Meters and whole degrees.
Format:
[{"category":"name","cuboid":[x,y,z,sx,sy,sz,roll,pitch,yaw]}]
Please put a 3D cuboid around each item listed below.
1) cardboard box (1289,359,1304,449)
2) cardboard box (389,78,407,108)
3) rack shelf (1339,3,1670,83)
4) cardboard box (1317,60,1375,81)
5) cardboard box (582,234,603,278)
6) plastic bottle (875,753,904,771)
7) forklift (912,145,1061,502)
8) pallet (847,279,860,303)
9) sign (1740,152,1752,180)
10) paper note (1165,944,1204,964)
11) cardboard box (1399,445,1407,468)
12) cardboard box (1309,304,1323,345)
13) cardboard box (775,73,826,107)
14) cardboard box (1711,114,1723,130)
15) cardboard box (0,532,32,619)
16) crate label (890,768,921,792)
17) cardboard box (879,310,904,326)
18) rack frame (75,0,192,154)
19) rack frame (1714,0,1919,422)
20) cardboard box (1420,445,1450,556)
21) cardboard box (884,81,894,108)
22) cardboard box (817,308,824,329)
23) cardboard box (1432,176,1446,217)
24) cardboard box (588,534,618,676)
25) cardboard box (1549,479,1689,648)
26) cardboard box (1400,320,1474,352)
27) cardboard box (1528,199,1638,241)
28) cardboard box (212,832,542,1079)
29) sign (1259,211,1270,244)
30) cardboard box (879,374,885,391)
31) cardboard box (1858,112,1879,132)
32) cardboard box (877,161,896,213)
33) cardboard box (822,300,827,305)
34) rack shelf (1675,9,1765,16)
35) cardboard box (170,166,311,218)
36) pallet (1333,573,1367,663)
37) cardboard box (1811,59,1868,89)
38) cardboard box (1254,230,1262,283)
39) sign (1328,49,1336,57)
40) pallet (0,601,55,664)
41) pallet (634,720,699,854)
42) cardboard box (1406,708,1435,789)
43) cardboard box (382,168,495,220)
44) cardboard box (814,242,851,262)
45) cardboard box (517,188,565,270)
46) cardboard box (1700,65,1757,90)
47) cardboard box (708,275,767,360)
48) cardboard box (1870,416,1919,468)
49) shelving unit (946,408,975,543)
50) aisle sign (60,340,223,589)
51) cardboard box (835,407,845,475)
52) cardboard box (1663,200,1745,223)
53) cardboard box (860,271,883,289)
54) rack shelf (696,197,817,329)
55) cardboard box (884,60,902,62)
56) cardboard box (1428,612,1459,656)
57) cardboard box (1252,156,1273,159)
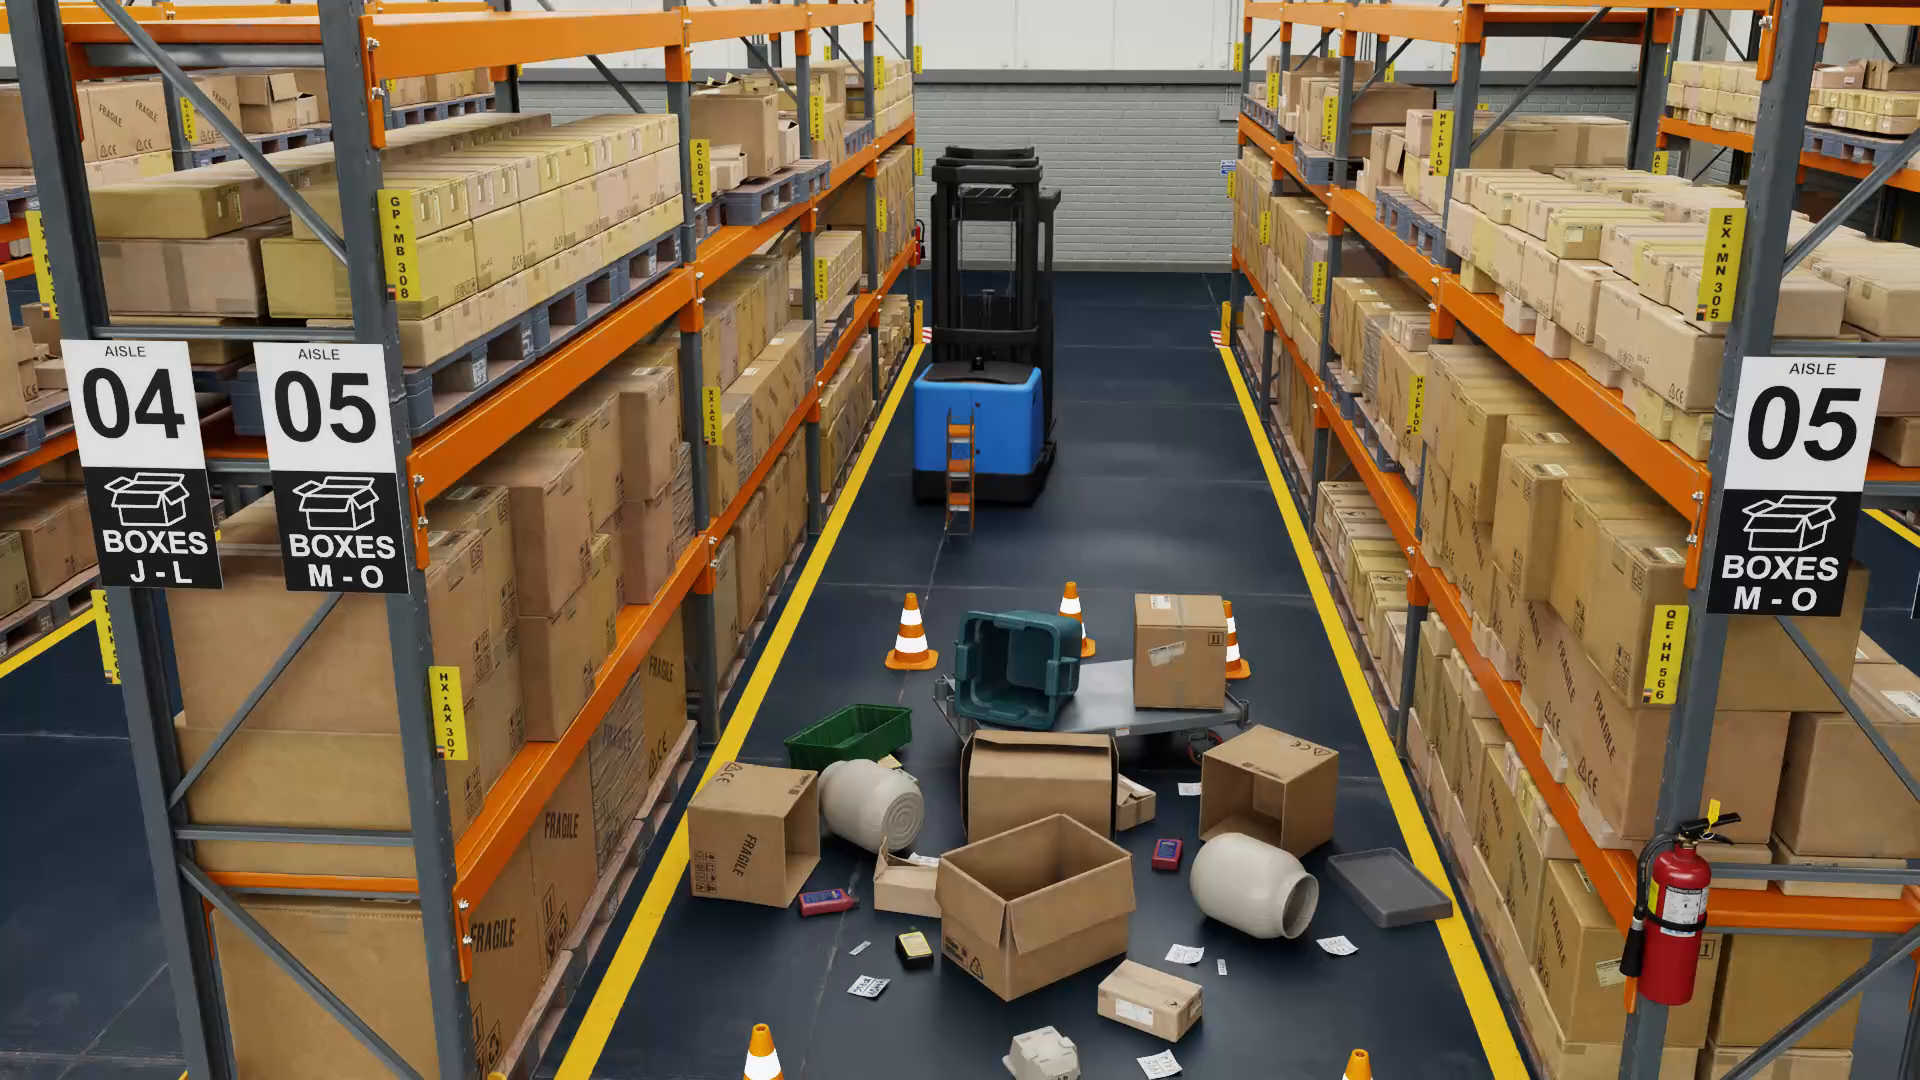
[{"category":"cardboard box","cuboid":[3.577,-1.367,15.514,0.875,0.875,0.875,2,18,6]},{"category":"cardboard box","cuboid":[-6.290,-4.837,17.556,0.700,0.500,0.500,0,18,1]},{"category":"rack shelf","cuboid":[3.168,-3.107,10.252,1.077,0.370,4.000,1,18,4]},{"category":"cardboard box","cuboid":[3.850,-4.550,16.678,0.500,0.500,0.500,2,18,5]},{"category":"cardboard box","cuboid":[-1.736,-1.205,7.035,0.380,0.149,0.250,1,18,4]},{"category":"plastic bottle","cuboid":[-0.434,1.270,9.450,0.133,0.061,0.283,-9,20,-25]},{"category":"forklift","cuboid":[0.322,-2.135,15.232,1.130,2.935,3.031,3,18,8]},{"category":"pallet","cuboid":[-1.546,-2.406,16.255,1.003,0.211,1.213,1,18,4]},{"category":"sign","cuboid":[9.388,-4.466,19.869,0.100,0.325,0.005,1,18,4]},{"category":"paper note","cuboid":[1.031,1.893,7.615,0.148,0.019,0.142,8,20,23]},{"category":"cardboard box","cuboid":[2.823,-0.495,9.845,0.380,0.149,0.250,1,18,2]},{"category":"cardboard box","cuboid":[3.093,-1.732,13.329,0.500,0.250,0.500,1,18,4]},{"category":"cardboard box","cuboid":[-1.313,-3.685,13.645,0.396,0.266,0.258,1,18,4]},{"category":"cardboard box","cuboid":[8.375,-4.523,17.995,0.380,0.149,0.250,1,18,4]},{"category":"cardboard box","cuboid":[-6.741,0.253,11.143,0.700,0.500,0.500,1,18,4]},{"category":"crate label","cuboid":[-0.370,1.358,9.060,0.298,0.136,0.250,-13,22,-34]},{"category":"cardboard box","cuboid":[-0.857,-2.607,19.510,0.380,0.149,0.250,2,18,6]},{"category":"rack frame","cuboid":[-6.573,-4.482,12.648,1.000,3.000,0.127,1,18,4]},{"category":"rack frame","cuboid":[2.738,-1.776,4.390,1.000,3.000,0.127,1,18,4]},{"category":"cardboard box","cuboid":[2.715,-0.226,8.656,0.500,0.500,0.500,1,18,4]},{"category":"cardboard box","cuboid":[-0.982,-4.777,17.806,0.500,0.250,0.500,2,18,5]},{"category":"cardboard box","cuboid":[-1.361,-1.870,14.043,0.380,0.149,0.250,2,18,7]},{"category":"cardboard box","cuboid":[2.922,-1.905,9.170,0.500,0.250,0.500,1,18,3]},{"category":"cardboard box","cuboid":[-2.045,0.301,7.448,0.875,0.550,0.500,1,18,4]},{"category":"cardboard box","cuboid":[2.601,0.091,6.085,0.700,0.500,0.500,1,18,4]},{"category":"cardboard box","cuboid":[2.869,-1.227,9.995,0.380,0.149,0.250,1,18,2]},{"category":"cardboard box","cuboid":[2.638,-1.356,7.049,0.380,0.149,0.250,1,18,3]},{"category":"cardboard box","cuboid":[-2.224,1.594,6.479,0.875,0.875,0.875,1,18,4]},{"category":"sign","cuboid":[3.044,-3.113,16.588,0.100,0.325,0.005,1,18,4]},{"category":"cardboard box","cuboid":[-1.000,-1.682,17.642,0.380,0.149,0.250,0,18,2]},{"category":"cardboard box","cuboid":[8.033,-3.615,14.391,0.380,0.149,0.250,2,18,5]},{"category":"cardboard box","cuboid":[-0.982,-3.847,18.101,0.500,0.500,0.500,2,18,5]},{"category":"cardboard box","cuboid":[-1.347,-2.101,14.270,0.380,0.149,0.250,1,18,4]},{"category":"rack shelf","cuboid":[8.693,-5.671,17.438,1.077,0.370,4.000,1,18,4]},{"category":"cardboard box","cuboid":[-2.483,-1.205,5.755,0.380,0.149,0.250,2,18,5]},{"category":"pallet","cuboid":[3.164,0.536,11.448,1.003,0.211,1.213,1,18,4]},{"category":"cardboard box","cuboid":[8.180,-4.348,15.482,0.396,0.266,0.258,1,18,3]},{"category":"cardboard box","cuboid":[3.408,-3.009,17.628,0.500,0.500,0.500,1,18,3]},{"category":"sign","cuboid":[4.425,-5.686,19.847,0.100,0.325,0.005,1,18,4]},{"category":"pallet","cuboid":[-6.806,0.695,10.963,1.003,0.211,1.213,1,18,4]},{"category":"pallet","cuboid":[-2.052,1.313,9.076,1.003,0.211,1.213,1,18,4]},{"category":"cardboard box","cuboid":[2.713,1.117,8.938,0.500,0.250,0.500,0,18,1]},{"category":"cardboard box","cuboid":[-1.828,-1.190,5.707,0.380,0.149,0.250,1,18,3]},{"category":"cardboard box","cuboid":[-1.238,-2.720,15.679,0.380,0.149,0.250,1,18,4]},{"category":"cardboard box","cuboid":[-1.845,-1.205,6.394,0.500,0.250,0.500,1,18,3]},{"category":"cardboard box","cuboid":[8.476,-5.071,18.226,0.500,0.250,0.500,1,18,3]},{"category":"cardboard box","cuboid":[-1.745,-1.556,11.587,0.700,0.500,0.500,1,18,3]},{"category":"cardboard box","cuboid":[3.086,-0.327,5.189,0.380,0.149,0.250,1,18,4]},{"category":"shelving unit","cuboid":[0.004,-0.516,13.310,0.215,1.050,0.252,1,18,4]},{"category":"aisle sign","cuboid":[-2.511,-0.224,5.114,0.394,0.787,0.004,1,18,4]},{"category":"cardboard box","cuboid":[-1.295,-0.870,14.602,0.500,0.500,0.500,1,18,5]},{"category":"cardboard box","cuboid":[3.194,-1.344,7.014,0.380,0.149,0.250,1,18,5]},{"category":"cardboard box","cuboid":[-1.000,-2.692,17.225,0.380,0.149,0.250,2,18,6]},{"category":"rack shelf","cuboid":[-1.777,-1.951,10.898,1.077,0.370,4.000,1,18,4]},{"category":"cardboard box","cuboid":[-0.884,-5.570,19.584,0.380,0.149,0.250,2,18,5]},{"category":"cardboard box","cuboid":[2.644,0.490,8.606,0.380,0.149,0.250,2,18,5]},{"category":"cardboard box","cuboid":[3.476,-4.218,18.671,0.380,0.149,0.250,1,18,4]}]
